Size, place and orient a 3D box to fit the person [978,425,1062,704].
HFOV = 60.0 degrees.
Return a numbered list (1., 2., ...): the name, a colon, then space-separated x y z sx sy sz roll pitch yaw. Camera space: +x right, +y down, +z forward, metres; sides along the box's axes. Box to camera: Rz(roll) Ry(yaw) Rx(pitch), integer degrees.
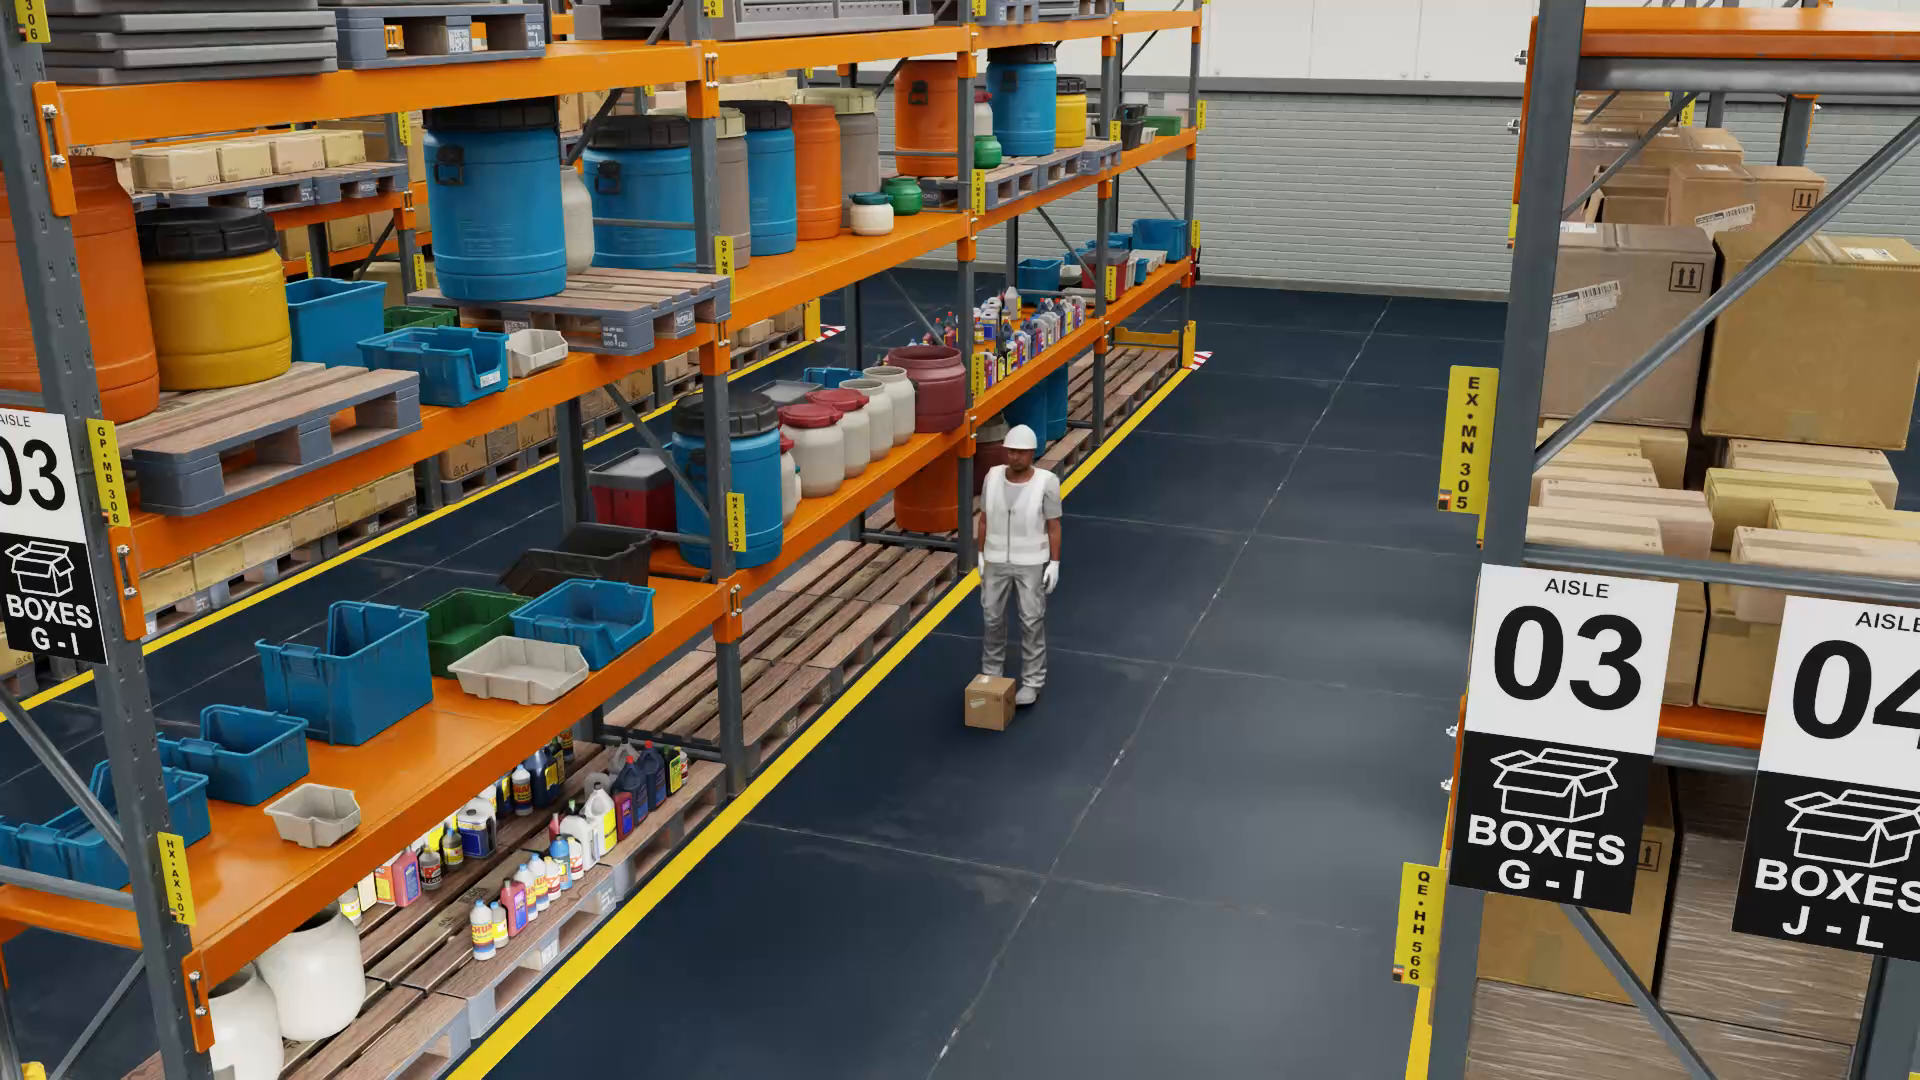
1. person: 0.358 0.172 10.581 0.558 1.828 0.456 7 20 20
